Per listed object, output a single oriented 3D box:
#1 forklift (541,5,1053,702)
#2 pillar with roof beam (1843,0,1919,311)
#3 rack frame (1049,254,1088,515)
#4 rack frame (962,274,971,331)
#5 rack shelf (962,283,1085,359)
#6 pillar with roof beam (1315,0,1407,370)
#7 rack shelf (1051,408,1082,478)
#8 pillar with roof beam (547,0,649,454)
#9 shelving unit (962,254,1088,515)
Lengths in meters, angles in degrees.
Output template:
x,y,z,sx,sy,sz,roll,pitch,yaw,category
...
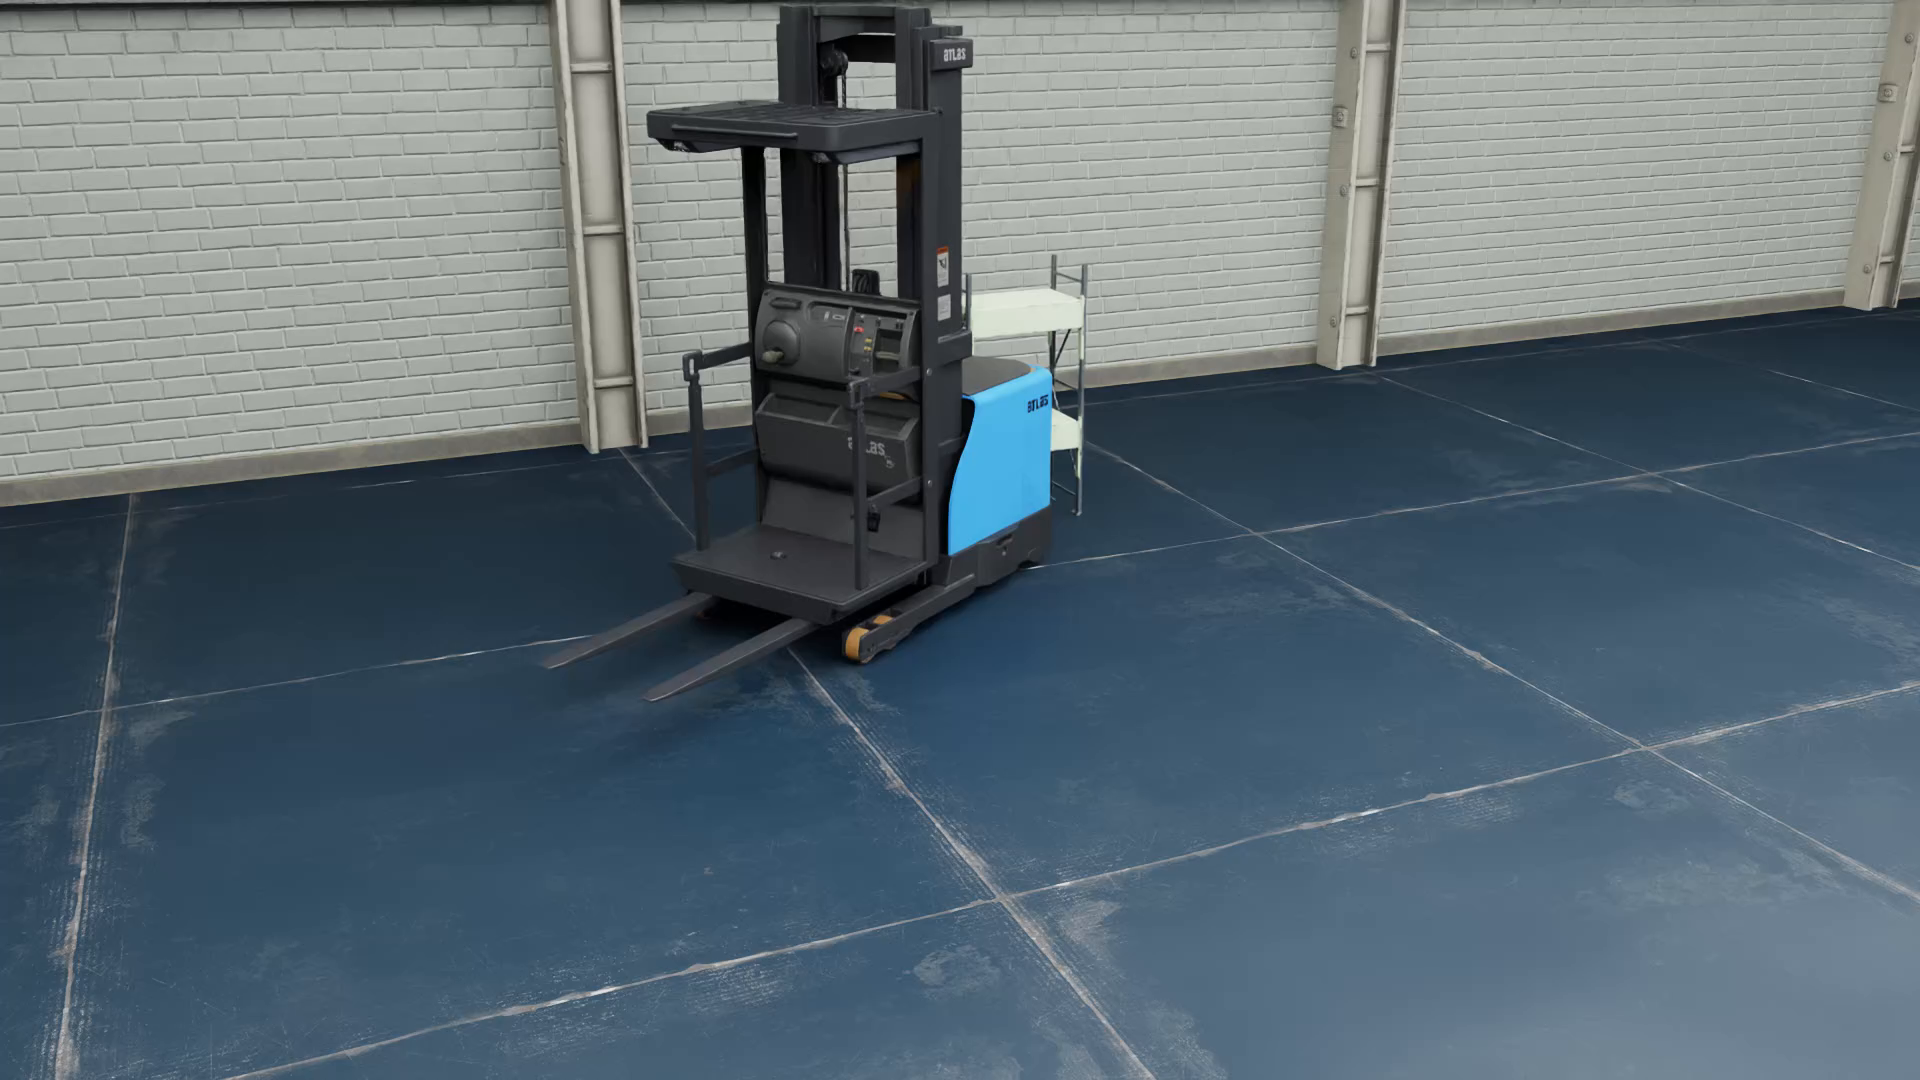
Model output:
x,y,z,sx,sy,sz,roll,pitch,yaw,category
-0.725,-0.979,7.889,1.130,2.935,3.031,12,23,32,forklift
10.365,-5.162,10.632,0.400,9.000,9.100,-8,21,-22,pillar with roof beam
0.631,-0.916,9.864,0.023,1.500,0.400,-9,21,-24,rack frame
-0.032,-0.812,9.570,0.023,1.500,0.400,-9,21,-24,rack frame
0.299,-1.232,9.587,0.720,0.370,0.431,-9,21,-24,rack shelf
4.856,-4.372,8.390,0.400,9.000,9.100,-8,21,-22,pillar with roof beam
0.299,-0.556,9.825,0.720,0.370,0.431,-9,21,-24,rack shelf
-0.653,-3.583,6.149,0.400,9.000,9.100,-8,21,-22,pillar with roof beam
0.299,-0.864,9.717,0.755,1.500,0.431,-9,21,-24,shelving unit
